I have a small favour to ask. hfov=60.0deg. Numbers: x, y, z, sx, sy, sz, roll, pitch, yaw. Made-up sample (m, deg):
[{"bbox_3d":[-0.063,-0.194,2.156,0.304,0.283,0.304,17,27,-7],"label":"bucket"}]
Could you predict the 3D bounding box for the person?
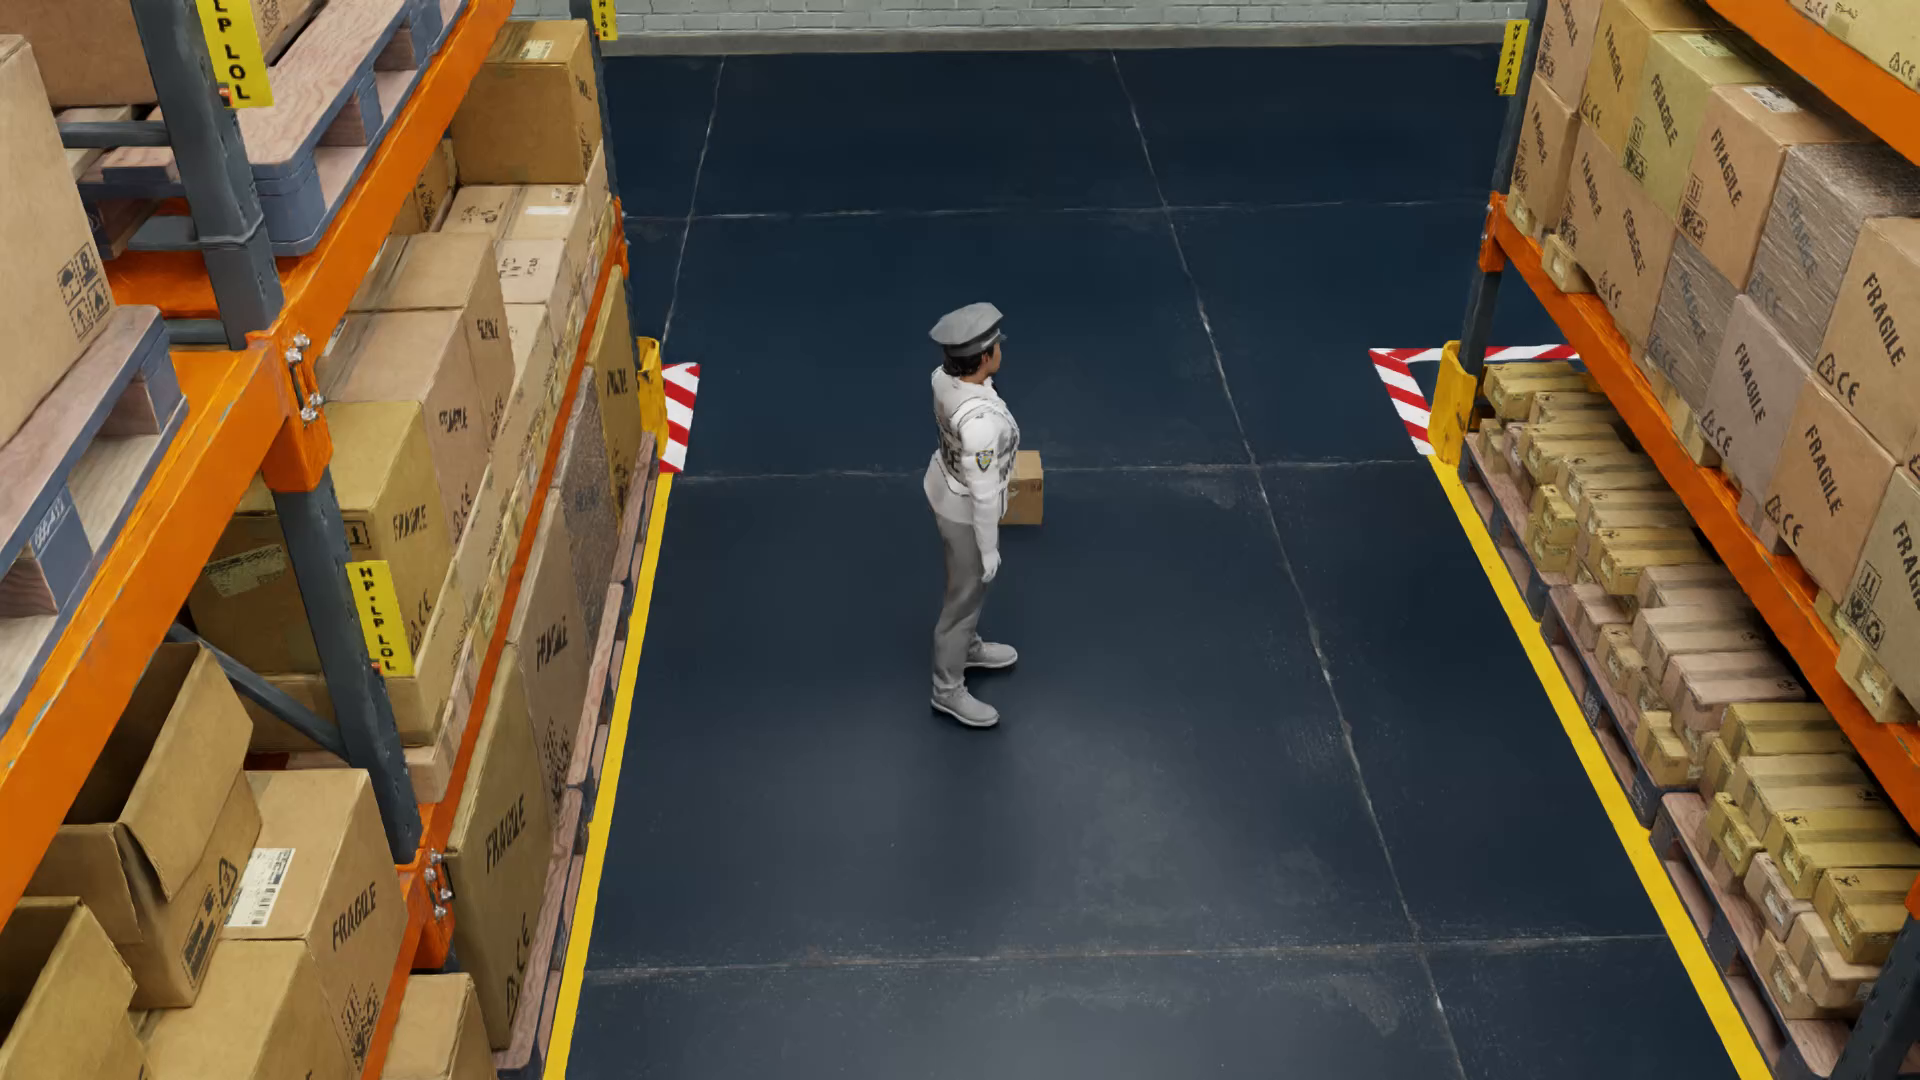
[{"bbox_3d":[0.053,-0.119,6.266,0.419,1.684,0.596,-9,36,-13],"label":"person"}]
